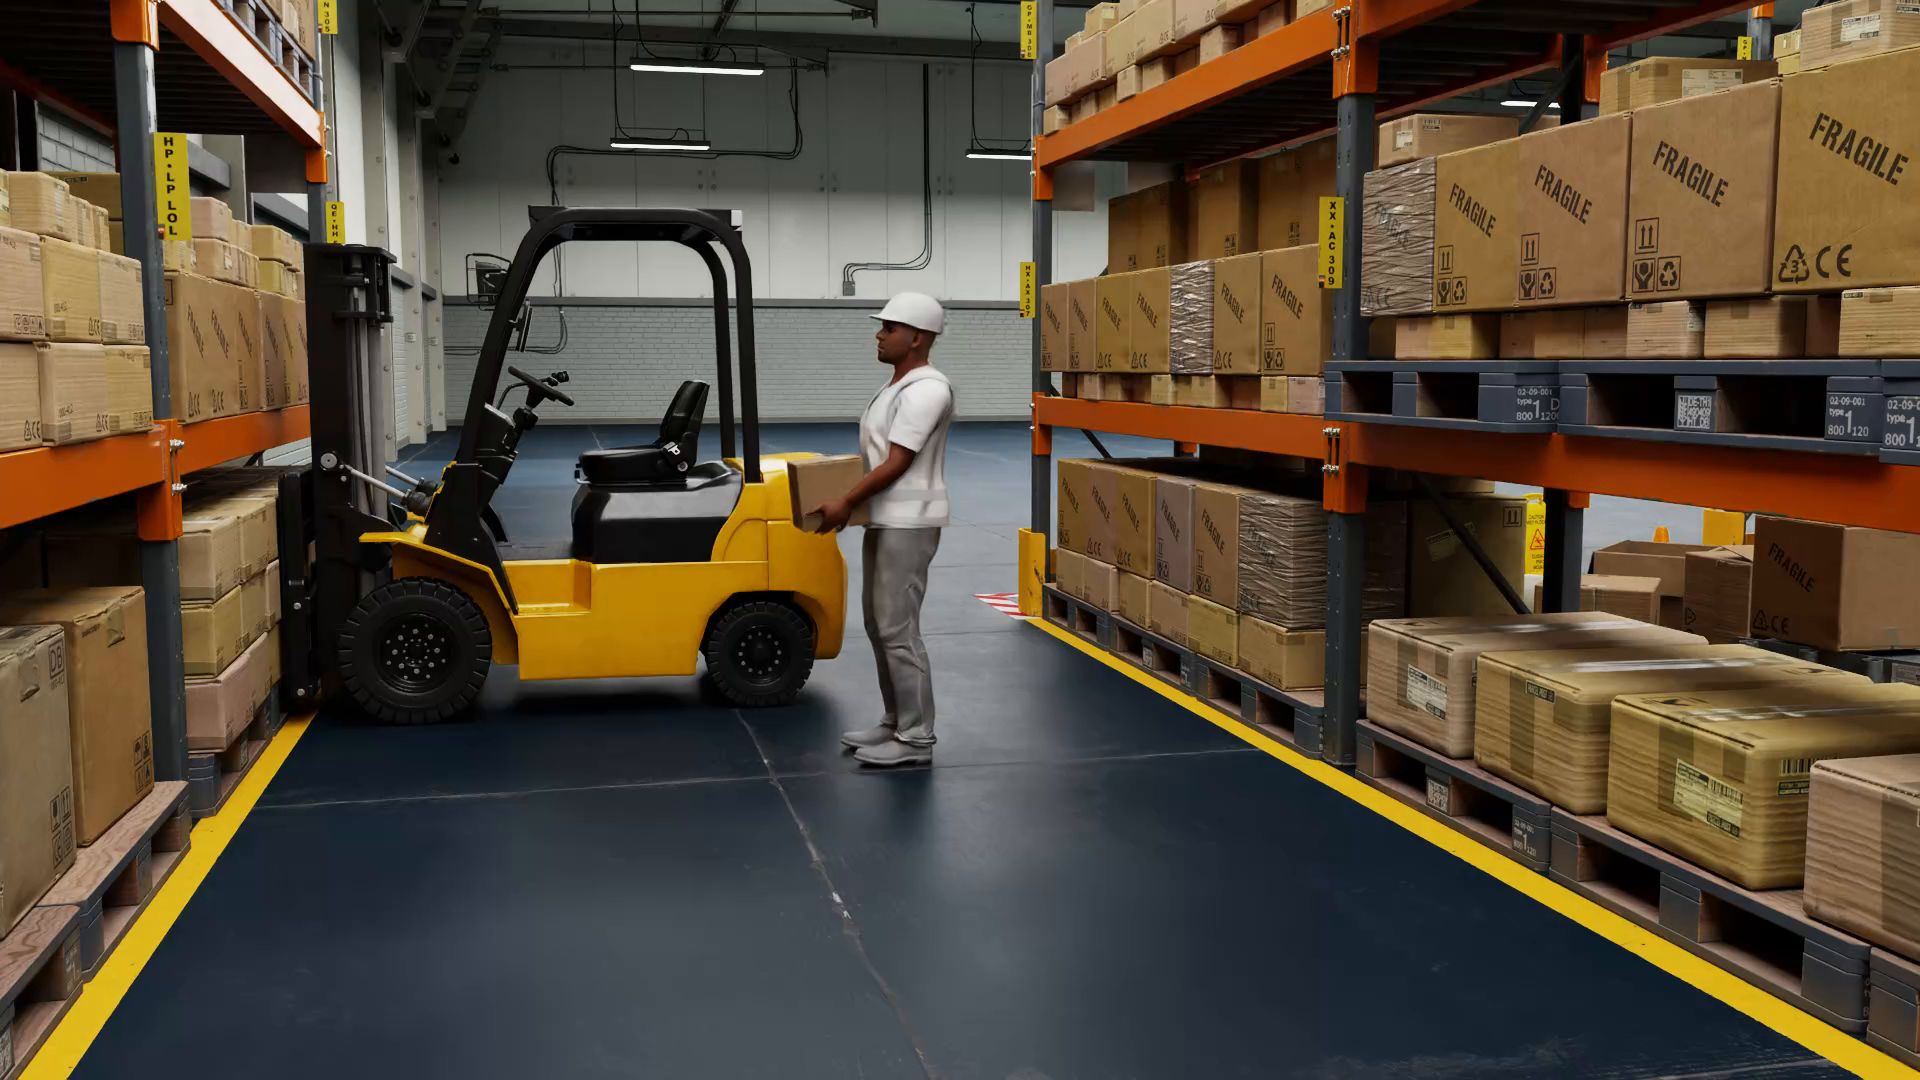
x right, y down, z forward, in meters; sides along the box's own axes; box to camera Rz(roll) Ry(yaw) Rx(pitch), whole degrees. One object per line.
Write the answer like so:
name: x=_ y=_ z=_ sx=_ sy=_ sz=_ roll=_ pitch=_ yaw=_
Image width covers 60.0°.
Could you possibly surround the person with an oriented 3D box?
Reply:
person: x=-0.319 y=-0.046 z=6.273 sx=0.573 sy=1.767 sz=0.521 roll=-2 pitch=6 yaw=-14
